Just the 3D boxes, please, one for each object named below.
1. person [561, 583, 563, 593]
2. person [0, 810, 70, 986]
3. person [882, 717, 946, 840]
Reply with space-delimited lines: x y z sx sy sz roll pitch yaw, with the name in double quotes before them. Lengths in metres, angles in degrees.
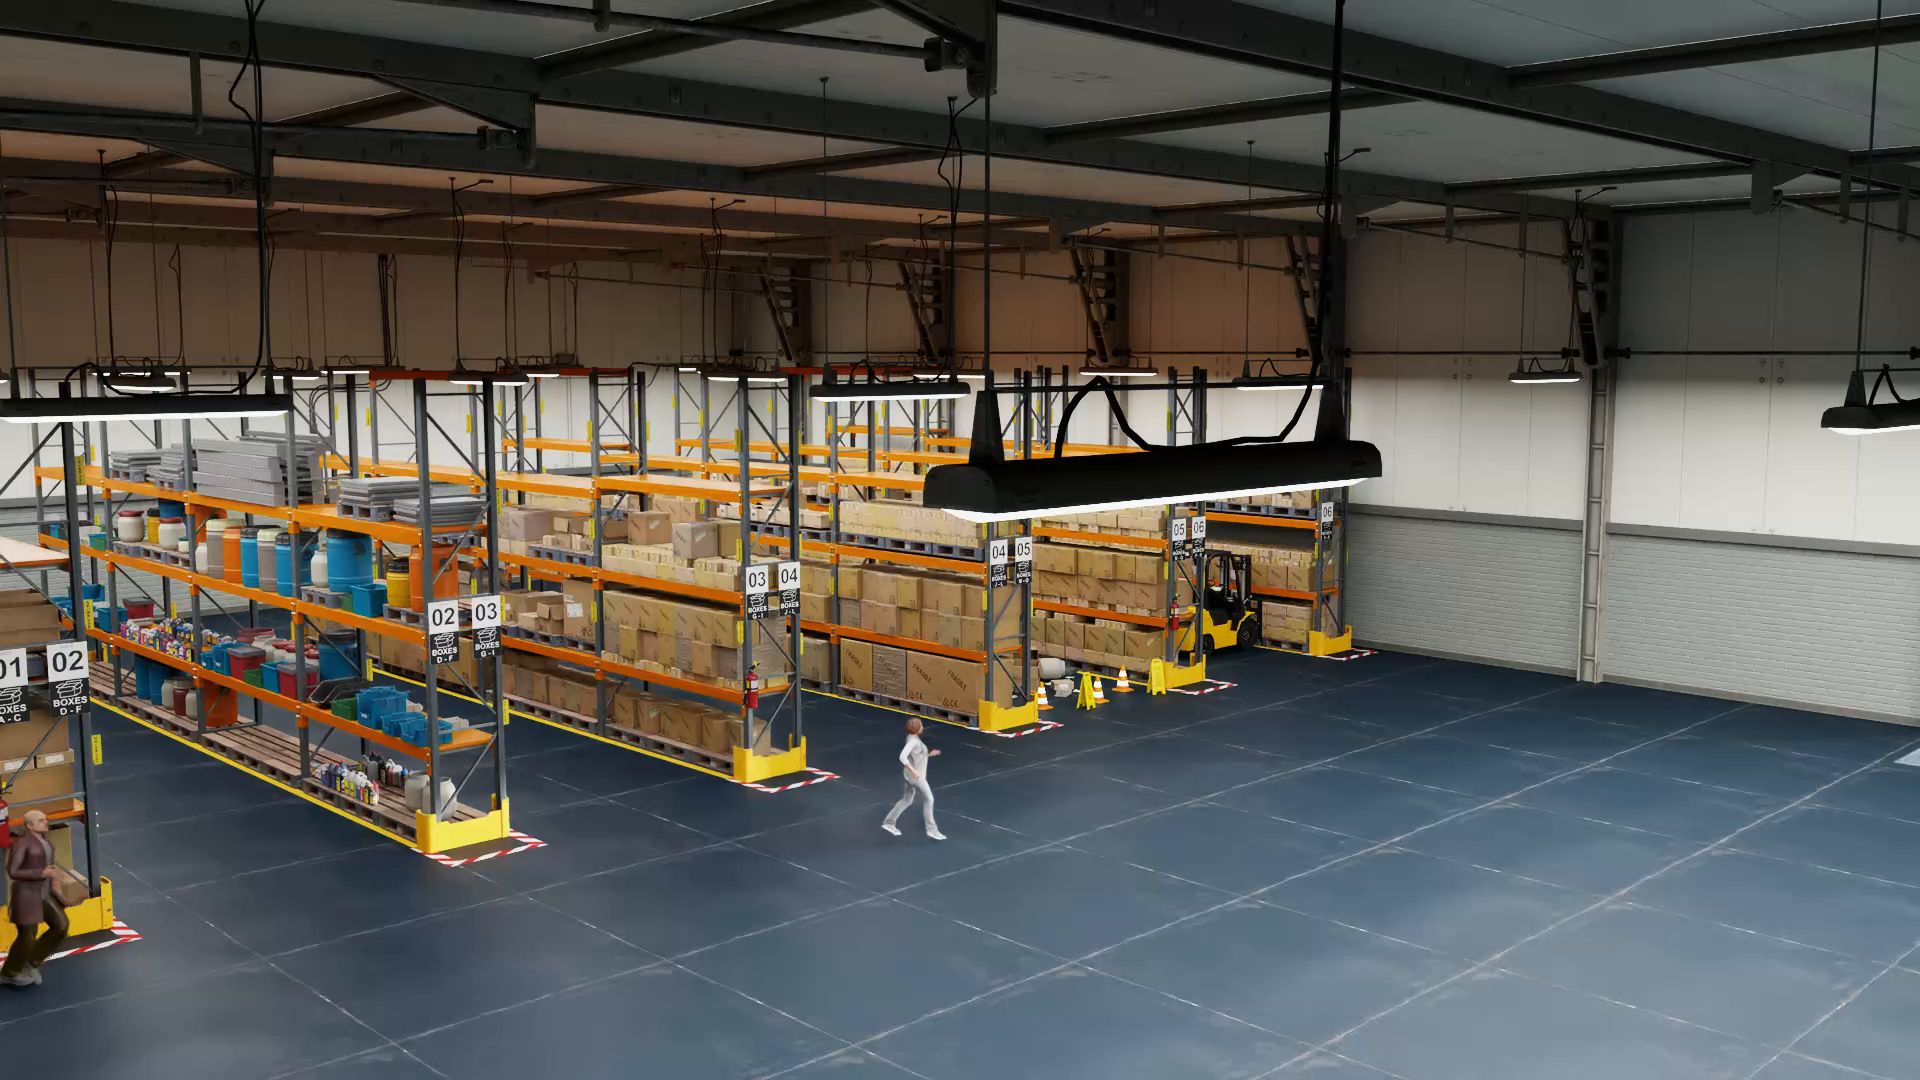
"person" -9.822 0.766 42.095 0.879 1.712 0.610 -4 8 -34
"person" -9.247 3.593 16.712 0.724 1.772 0.697 1 6 7
"person" -0.592 3.098 21.494 0.820 1.620 0.472 -2 7 -14
